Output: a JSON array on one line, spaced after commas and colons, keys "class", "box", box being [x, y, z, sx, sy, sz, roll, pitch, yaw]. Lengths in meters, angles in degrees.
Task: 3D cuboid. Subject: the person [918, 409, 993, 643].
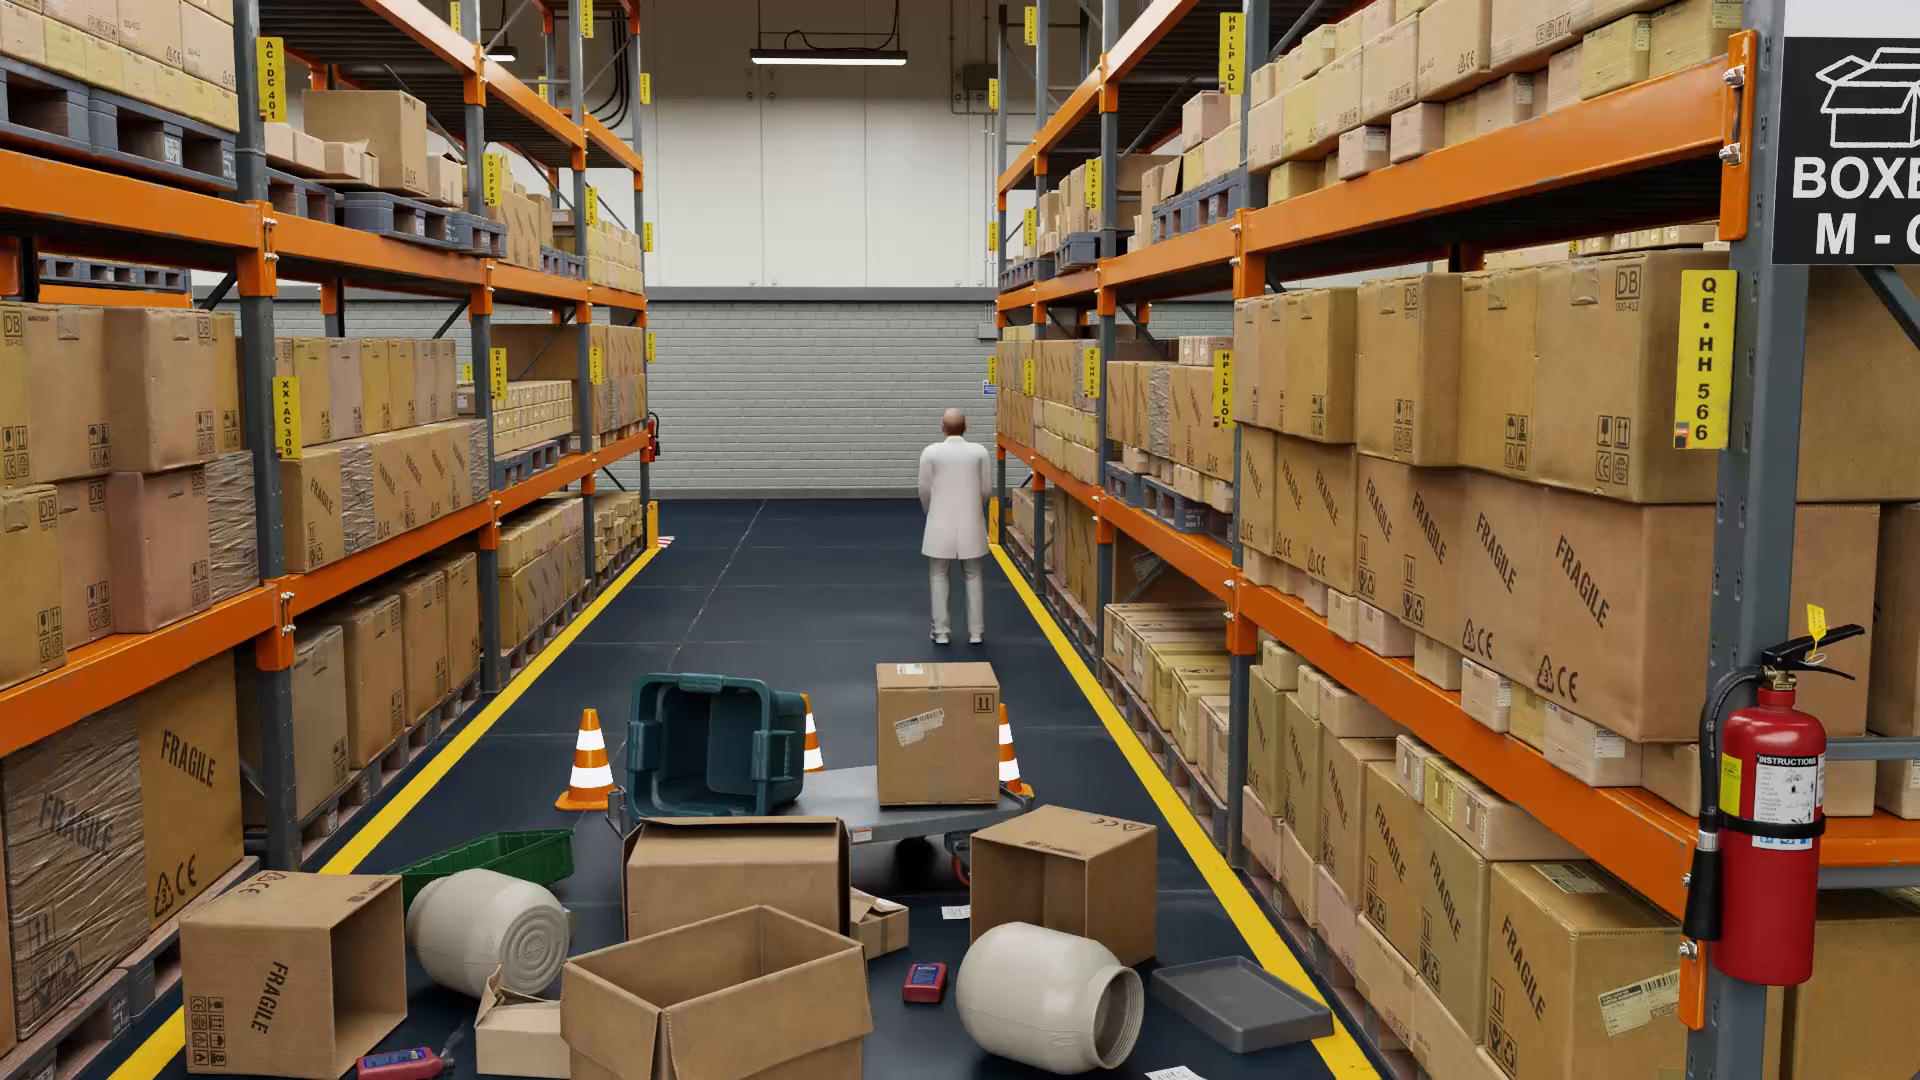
[{"class": "person", "box": [-0.040, -0.115, 12.740, 0.569, 1.783, 0.489, -1, 7, -5]}]
